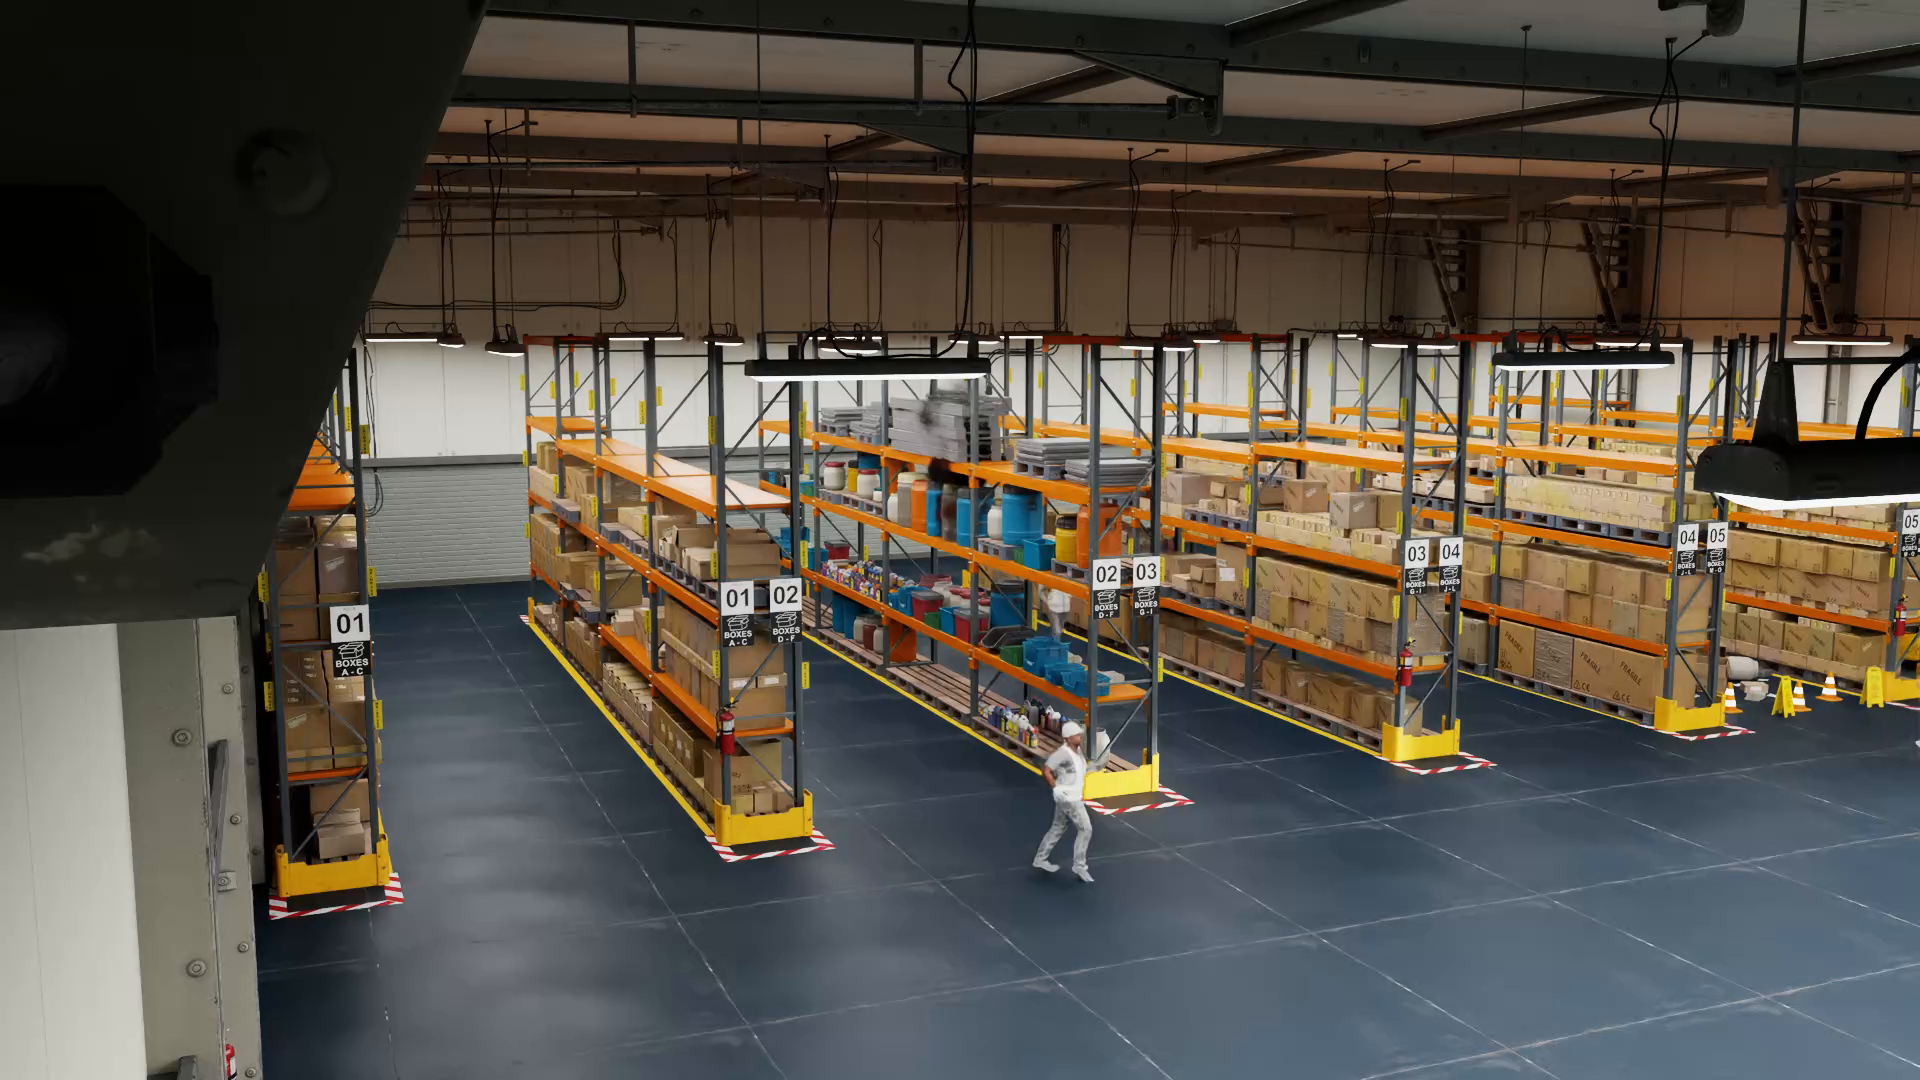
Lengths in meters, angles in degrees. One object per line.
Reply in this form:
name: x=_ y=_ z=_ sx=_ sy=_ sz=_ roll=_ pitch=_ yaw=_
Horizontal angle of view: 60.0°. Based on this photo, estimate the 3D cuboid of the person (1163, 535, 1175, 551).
person: x=5.247 y=-0.030 z=41.626 sx=0.780 sy=1.660 sz=0.575 roll=1 pitch=8 yaw=4

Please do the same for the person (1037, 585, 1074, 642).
person: x=1.736 y=1.292 z=29.293 sx=0.648 sy=1.864 sz=0.682 roll=-4 pitch=9 yaw=-30

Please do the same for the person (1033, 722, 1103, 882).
person: x=1.224 y=2.963 z=18.874 sx=0.786 sy=1.852 sz=0.645 roll=1 pitch=8 yaw=6
